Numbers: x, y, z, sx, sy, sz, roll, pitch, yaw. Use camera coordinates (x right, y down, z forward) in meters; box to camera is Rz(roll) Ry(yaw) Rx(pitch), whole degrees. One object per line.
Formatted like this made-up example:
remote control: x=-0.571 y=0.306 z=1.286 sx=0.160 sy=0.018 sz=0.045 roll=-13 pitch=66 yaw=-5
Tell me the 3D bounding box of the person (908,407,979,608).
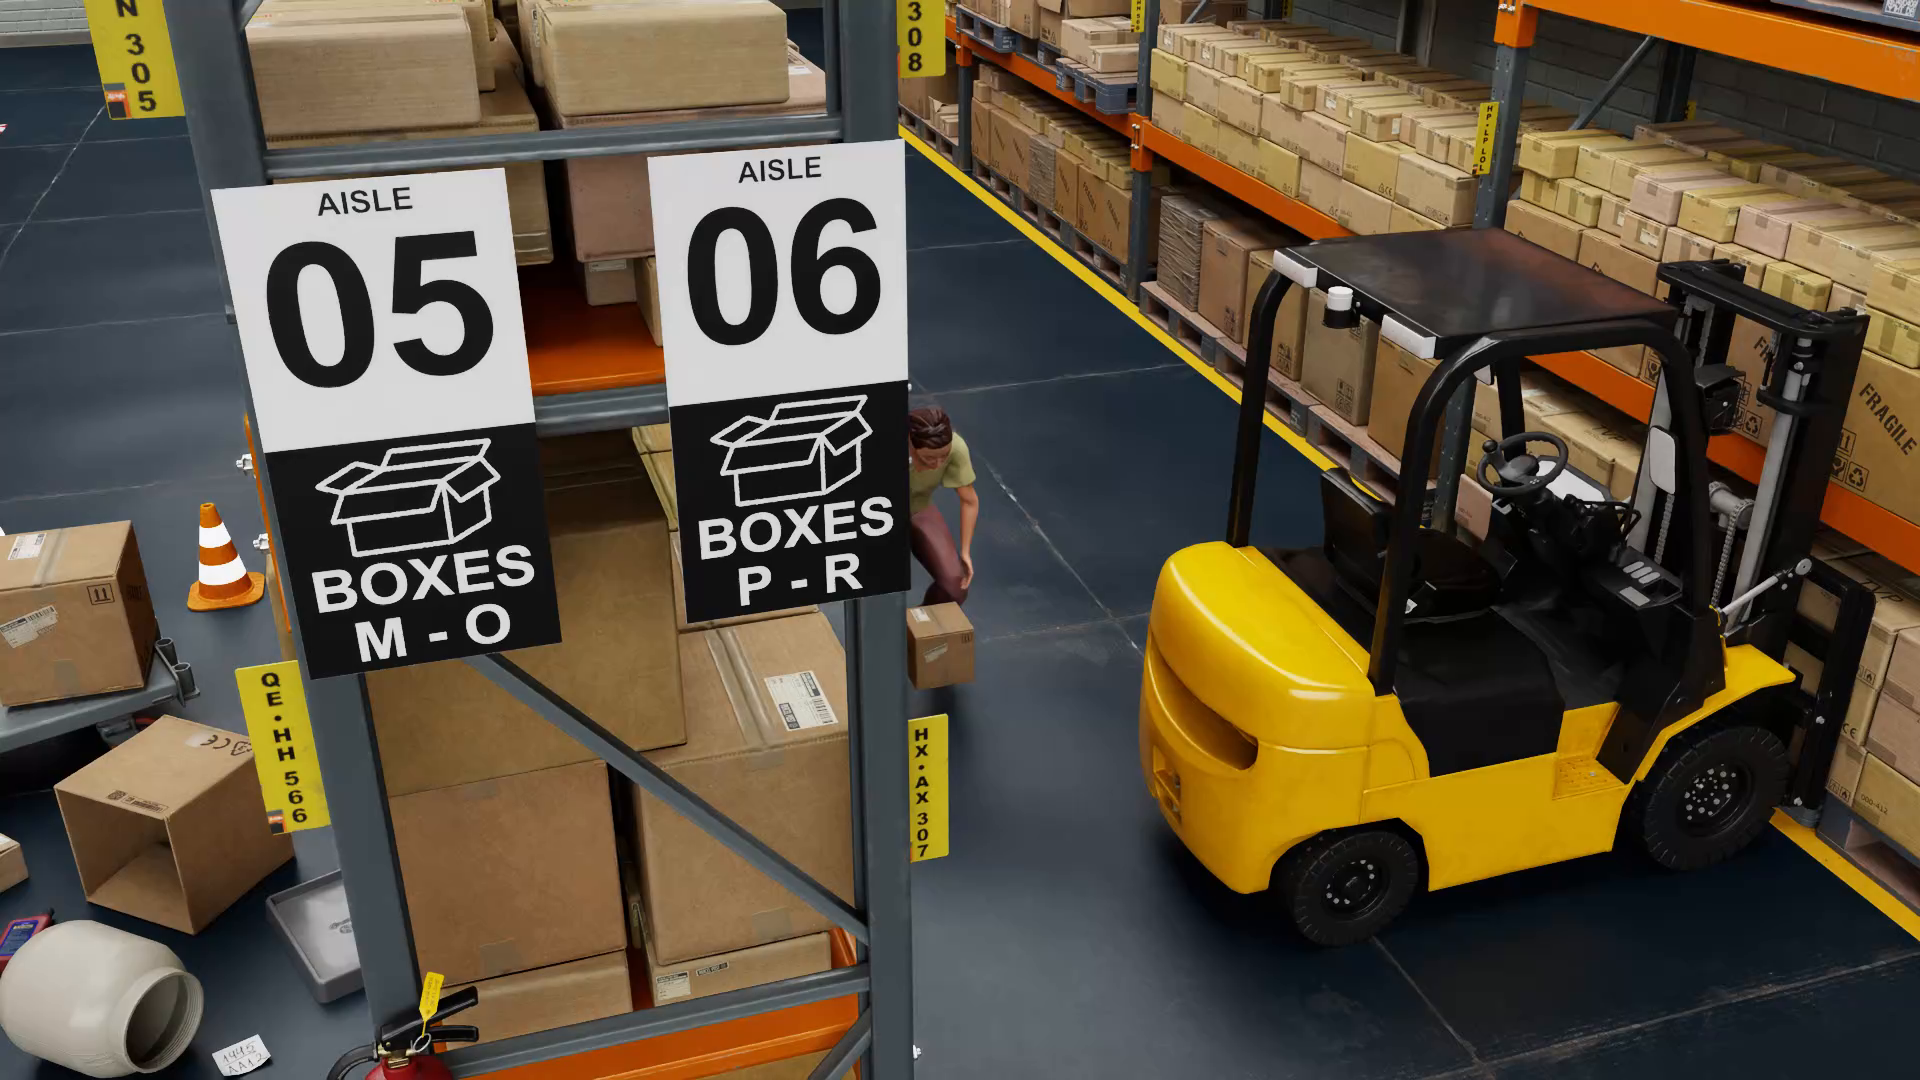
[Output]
person: x=-0.190 y=-0.035 z=7.107 sx=0.512 sy=1.307 sz=0.681 roll=-8 pitch=28 yaw=-16
